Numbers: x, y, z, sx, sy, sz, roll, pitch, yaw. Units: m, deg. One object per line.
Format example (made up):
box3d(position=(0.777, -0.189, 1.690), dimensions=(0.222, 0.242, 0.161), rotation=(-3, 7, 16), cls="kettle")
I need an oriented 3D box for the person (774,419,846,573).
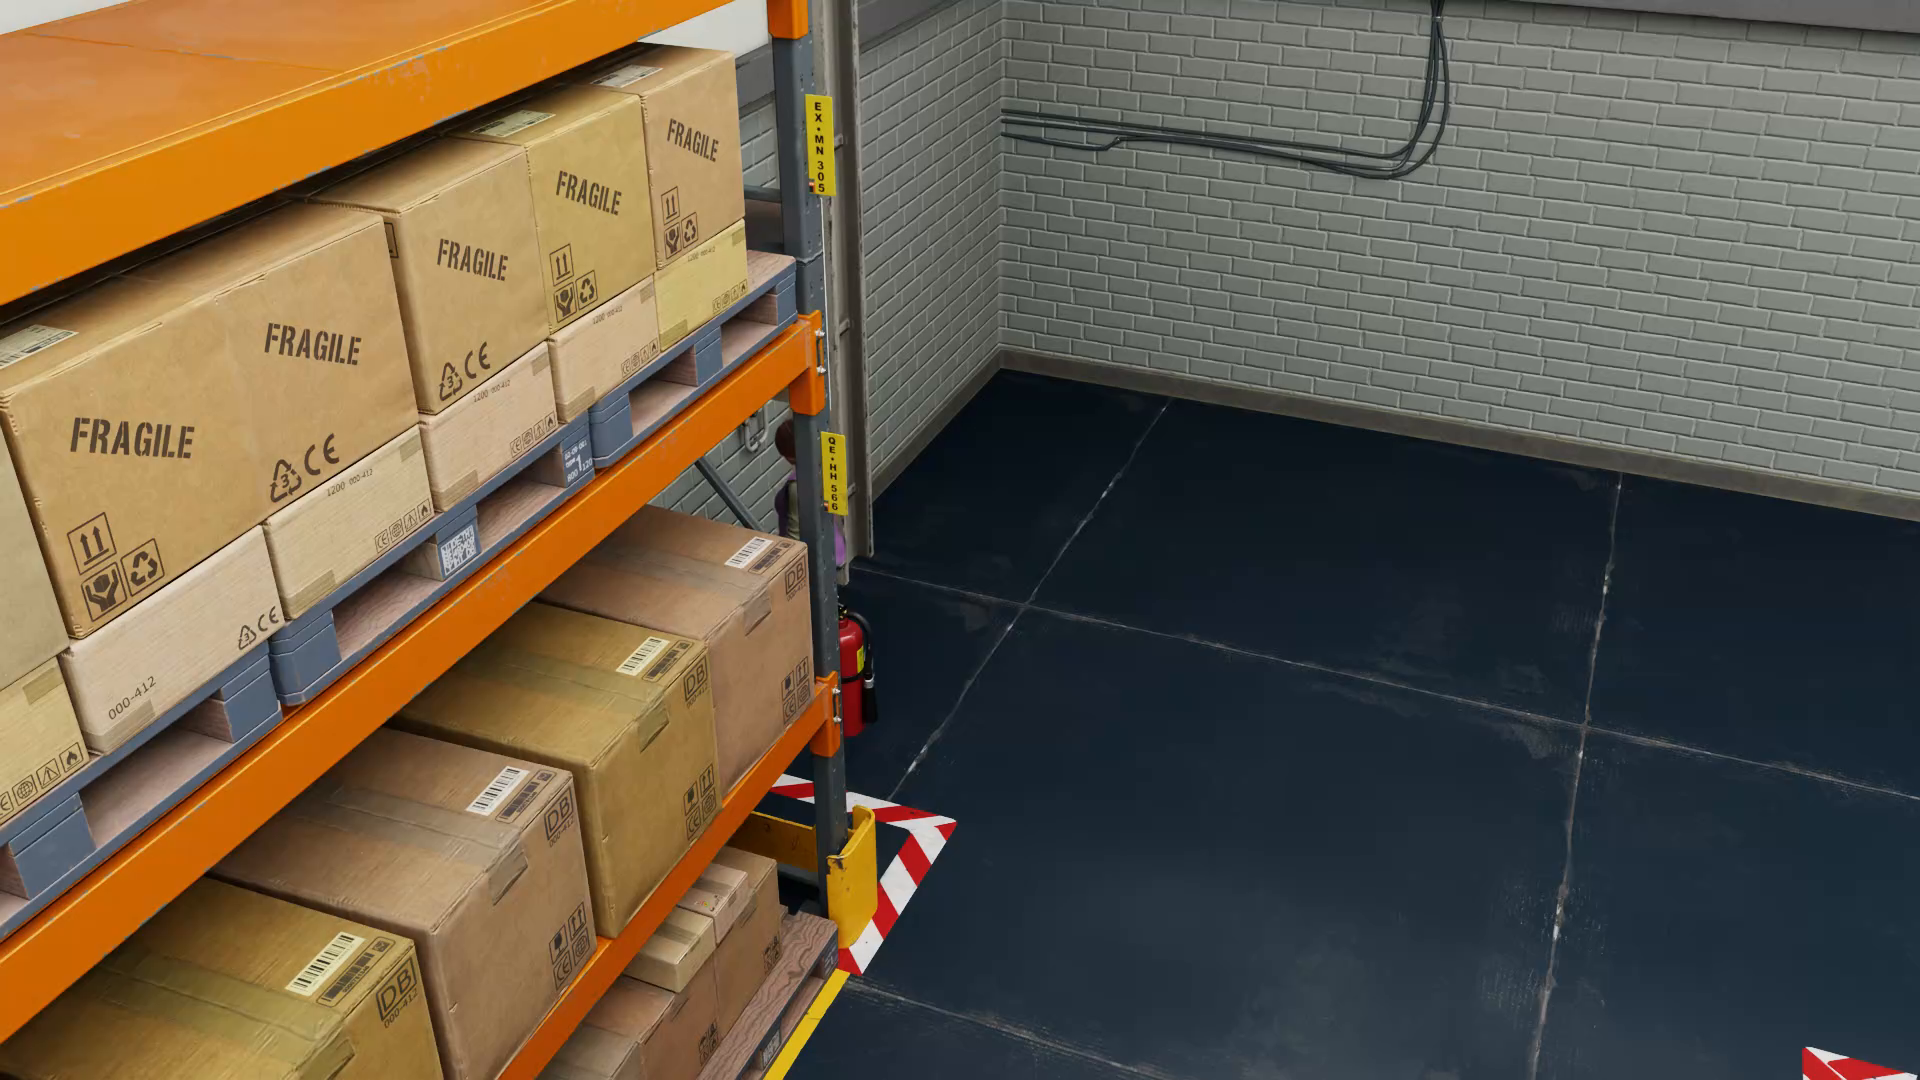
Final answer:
box3d(position=(-0.733, 0.135, 8.192), dimensions=(0.304, 1.579, 0.409), rotation=(12, 32, 20), cls="person")
